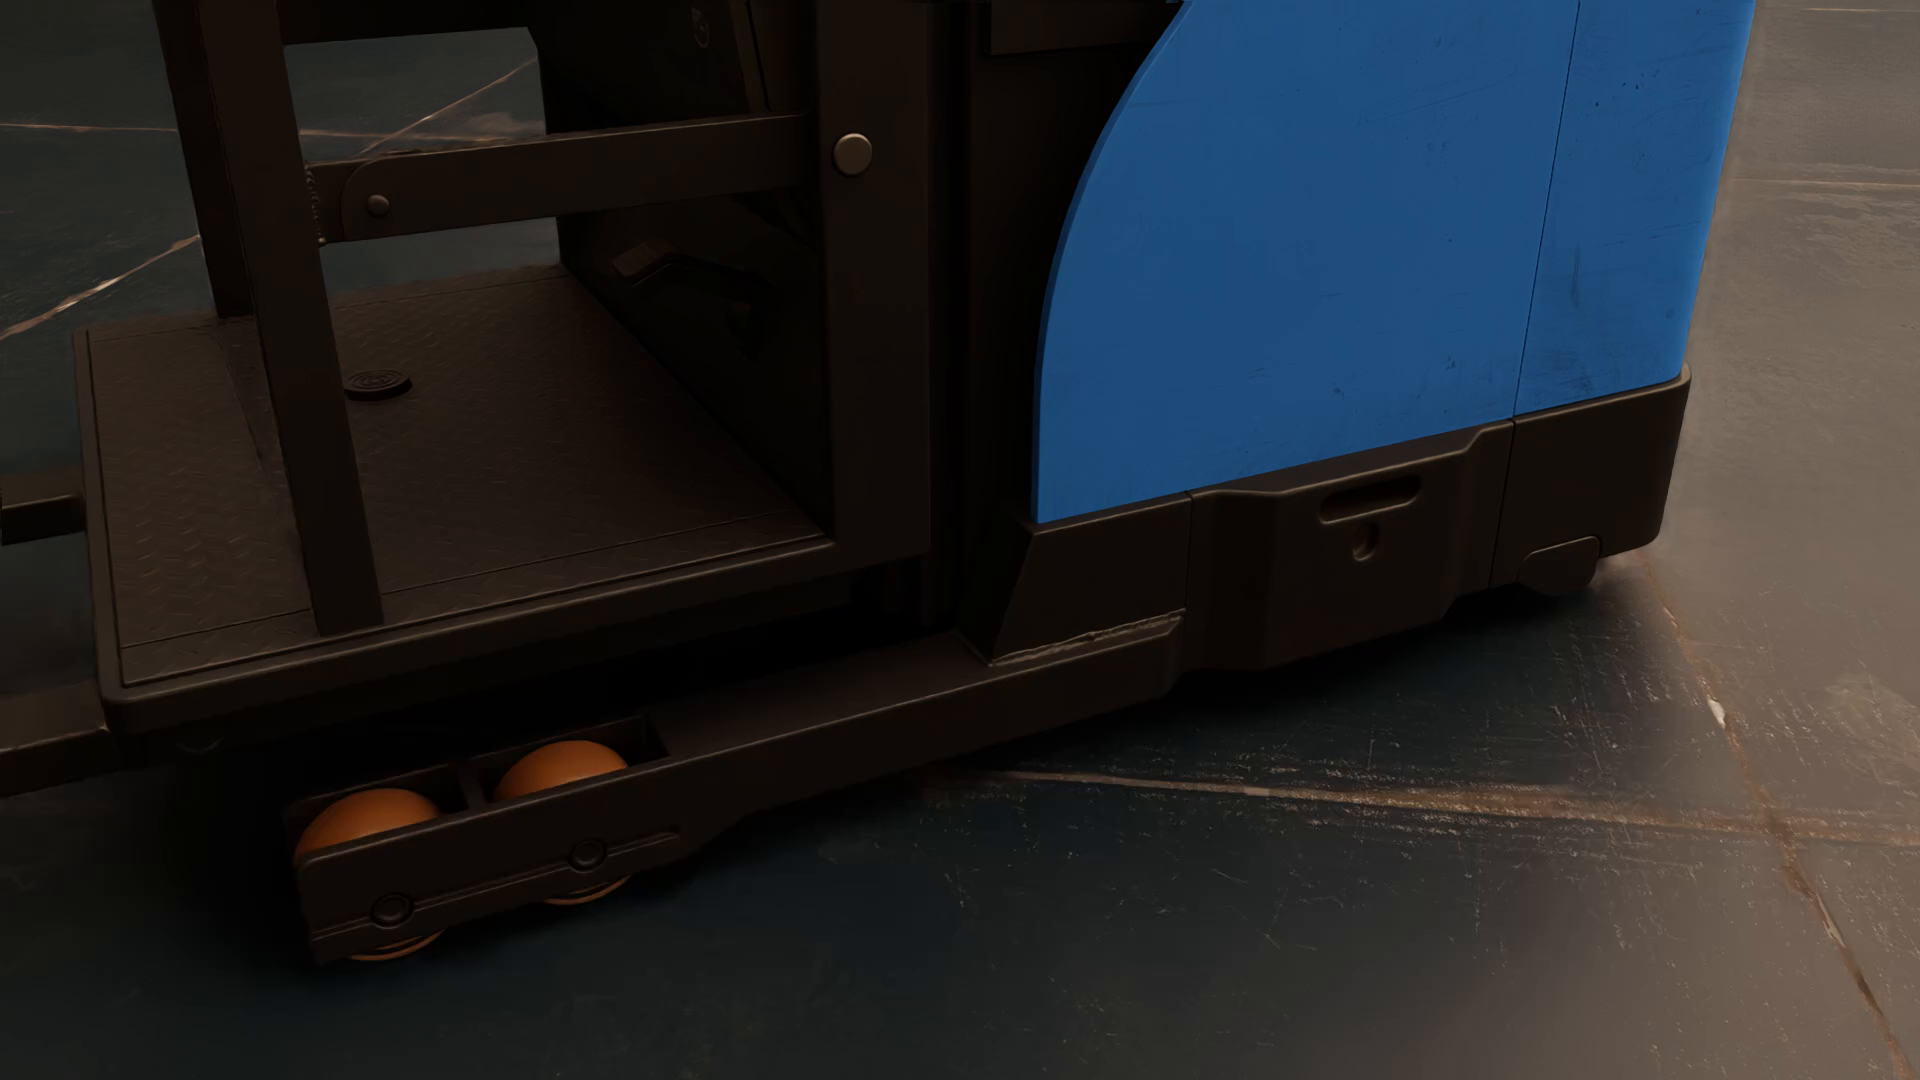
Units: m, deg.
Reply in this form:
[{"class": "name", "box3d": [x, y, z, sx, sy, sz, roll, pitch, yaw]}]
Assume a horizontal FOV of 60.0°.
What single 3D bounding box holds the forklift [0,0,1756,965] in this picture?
[{"class": "forklift", "box3d": [-0.550, -1.162, 1.546, 3.031, 2.935, 1.130, -13, 29, -24]}]
